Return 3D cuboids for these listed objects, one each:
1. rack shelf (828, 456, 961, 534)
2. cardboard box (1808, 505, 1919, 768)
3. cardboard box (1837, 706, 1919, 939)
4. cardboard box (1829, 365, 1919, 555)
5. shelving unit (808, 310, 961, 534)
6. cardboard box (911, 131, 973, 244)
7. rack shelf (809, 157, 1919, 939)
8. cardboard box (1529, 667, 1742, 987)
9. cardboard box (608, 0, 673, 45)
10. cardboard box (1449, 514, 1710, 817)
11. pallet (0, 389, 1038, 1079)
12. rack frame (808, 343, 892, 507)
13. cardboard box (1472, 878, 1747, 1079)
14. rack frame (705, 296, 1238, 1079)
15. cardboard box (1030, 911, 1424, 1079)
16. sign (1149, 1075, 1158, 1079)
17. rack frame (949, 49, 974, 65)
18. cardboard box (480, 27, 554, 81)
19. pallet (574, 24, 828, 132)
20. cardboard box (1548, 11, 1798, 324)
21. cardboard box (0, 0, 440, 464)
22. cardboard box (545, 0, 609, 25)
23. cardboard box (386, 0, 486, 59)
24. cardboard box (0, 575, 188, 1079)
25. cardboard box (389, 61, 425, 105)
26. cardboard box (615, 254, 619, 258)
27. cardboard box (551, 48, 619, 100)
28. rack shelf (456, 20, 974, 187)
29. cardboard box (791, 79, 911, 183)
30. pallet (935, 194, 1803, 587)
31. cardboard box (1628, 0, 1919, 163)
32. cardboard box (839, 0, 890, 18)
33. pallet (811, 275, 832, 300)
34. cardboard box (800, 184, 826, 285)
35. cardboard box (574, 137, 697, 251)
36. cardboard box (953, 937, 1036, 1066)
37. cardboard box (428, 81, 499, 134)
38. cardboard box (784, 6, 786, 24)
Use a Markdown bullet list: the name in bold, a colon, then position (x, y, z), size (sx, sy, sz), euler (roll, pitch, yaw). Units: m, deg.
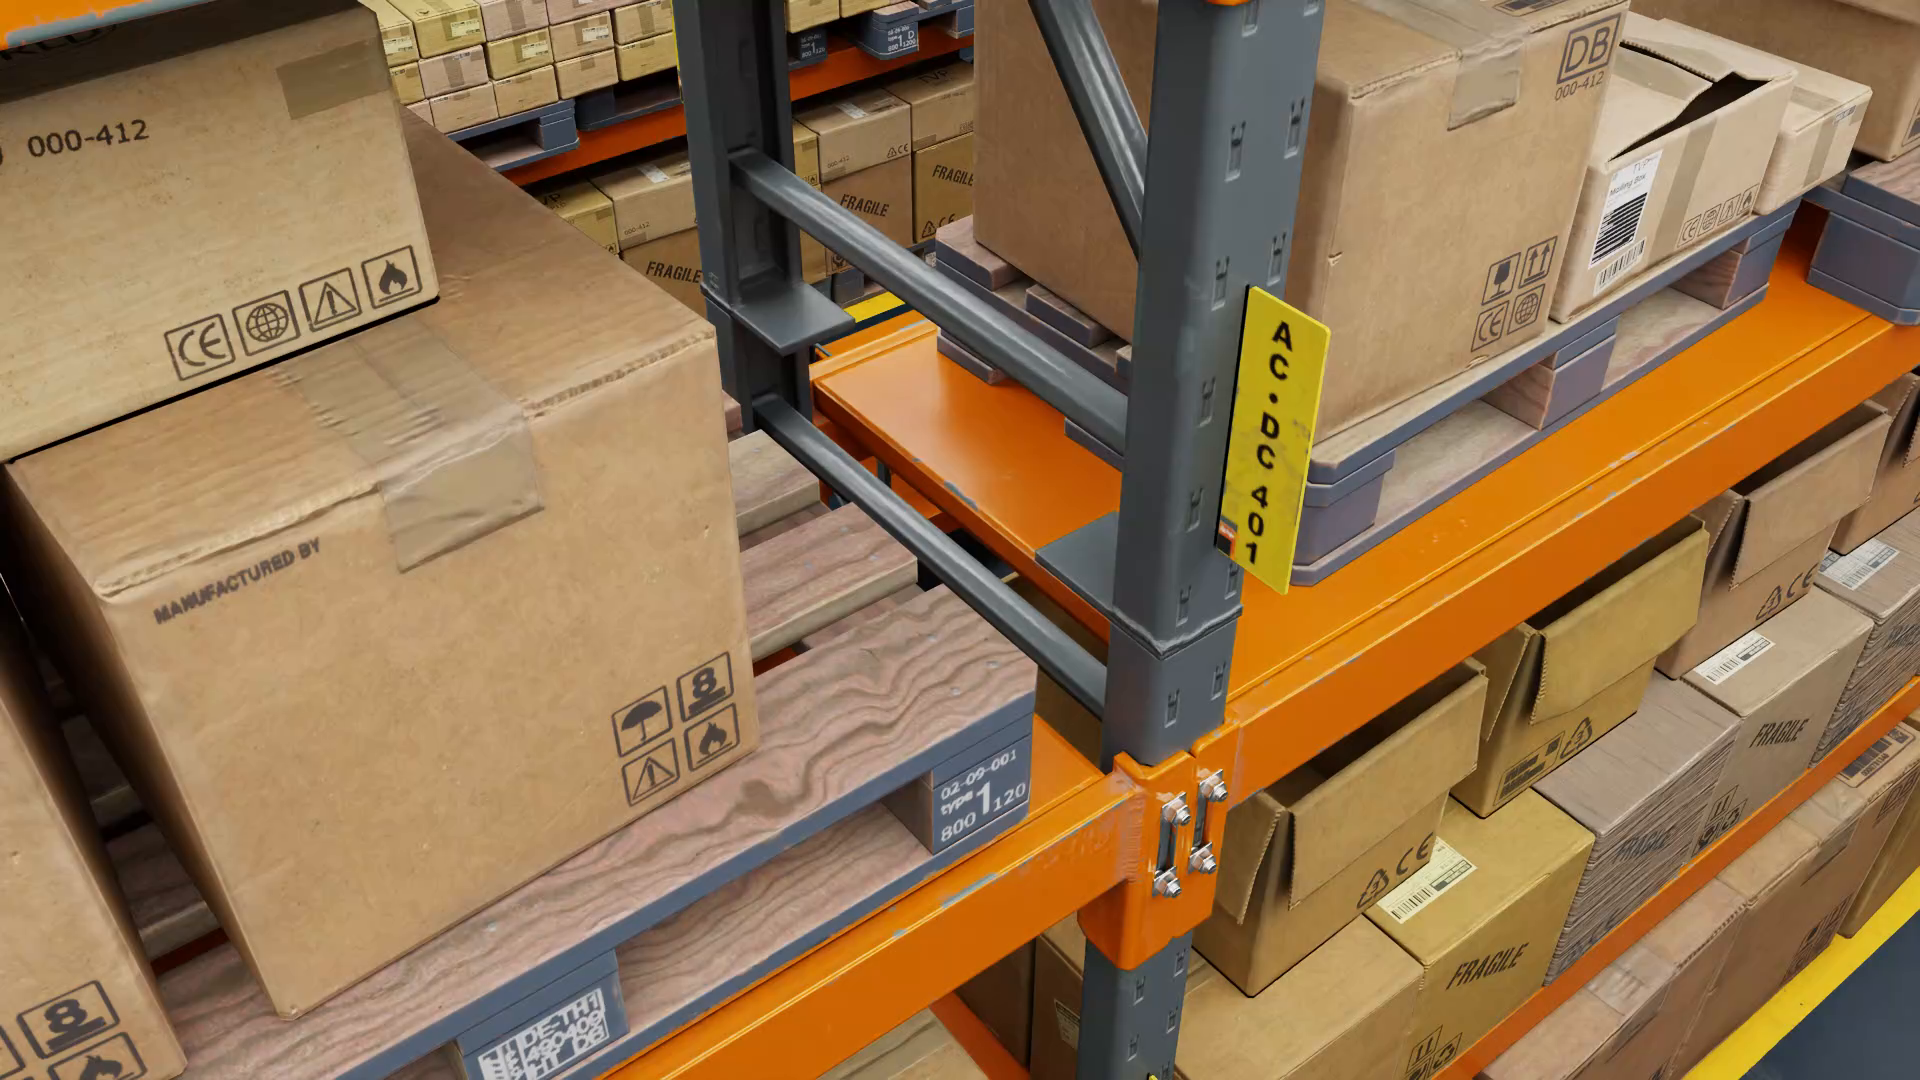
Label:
- **rack shelf**: position (-0.005, -0.243, 6.545), size (1.000, 0.278, 0.538), euler (-26, 46, -28)
- **cardboard box**: position (2.093, 0.142, 4.133), size (0.500, 0.500, 0.500), euler (-28, 47, -29)
- **cardboard box**: position (2.582, 0.389, 5.255), size (0.875, 0.875, 1.225), euler (-28, 47, -30)
- **cardboard box**: position (2.034, -0.428, 4.037), size (0.637, 0.503, 0.797), euler (-25, 45, -27)
- **shelving unit**: position (-0.005, -0.432, 6.390), size (1.048, 1.125, 0.538), euler (-26, 46, -28)
- **cardboard box**: position (-0.163, -1.870, 8.304), size (0.500, 0.500, 0.500), euler (-26, 46, -28)
- **rack shelf**: position (1.556, -0.635, 3.361), size (4.000, 0.370, 1.077), euler (-26, 46, -28)
- **cardboard box**: position (1.282, 0.541, 3.647), size (0.500, 0.500, 0.500), euler (-27, 46, -29)
- **cardboard box**: position (-1.342, -2.125, 6.608), size (0.250, 0.149, 0.380), euler (-27, 46, -29)
- **cardboard box**: position (1.023, 0.082, 3.415), size (0.637, 0.503, 0.797), euler (-25, 46, -28)
- **pallet**: position (-0.685, 0.205, 1.840), size (1.213, 0.211, 1.003), euler (-26, 46, -28)
- **rack frame**: position (-0.408, -0.236, 6.151), size (0.032, 1.125, 0.500), euler (-26, 46, -28)
- **cardboard box**: position (1.173, 1.075, 4.418), size (0.875, 0.875, 1.225), euler (-28, 47, -29)
- **rack frame**: position (-0.030, 1.019, 3.142), size (0.127, 3.000, 1.000), euler (-26, 46, -28)
- **cardboard box**: position (0.487, 0.929, 3.174), size (0.500, 0.500, 0.500), euler (-26, 46, -28)
- **sign**: position (0.309, 0.933, 2.503), size (0.005, 0.325, 0.100), euler (-26, 46, -28)
- **rack frame**: position (0.199, -3.060, 8.115), size (0.127, 3.000, 1.000), euler (-26, 46, -28)
- **cardboard box**: position (-1.765, -1.917, 6.354), size (0.250, 0.149, 0.380), euler (-28, 47, -30)
- **pallet**: position (-1.345, -2.200, 7.218), size (1.213, 0.211, 1.003), euler (-26, 46, -28)
- **cardboard box**: position (0.895, -0.647, 2.548), size (0.500, 0.311, 0.500), euler (-28, 47, -29)
- **cardboard box**: position (-0.780, -0.310, 1.317), size (0.500, 0.250, 0.500), euler (-29, 48, -31)
- **cardboard box**: position (-1.555, -2.133, 6.383), size (0.250, 0.149, 0.380), euler (-26, 46, -28)
- **cardboard box**: position (-1.957, -1.939, 6.146), size (0.250, 0.149, 0.380), euler (-26, 46, -28)
- **cardboard box**: position (-1.043, 0.158, 1.338), size (0.500, 0.500, 0.700), euler (-24, 45, -26)
- **cardboard box**: position (-2.175, -1.716, 6.110), size (0.250, 0.149, 0.380), euler (-27, 46, -29)
- **cardboard box**: position (-1.806, -1.067, 7.326), size (0.500, 0.500, 0.500), euler (-24, 45, -26)
- **cardboard box**: position (-1.562, -1.900, 6.568), size (0.250, 0.149, 0.380), euler (-28, 47, -30)
- **rack shelf**: position (-1.386, -2.009, 7.401), size (4.000, 0.370, 1.077), euler (-26, 46, -28)
- **cardboard box**: position (-0.577, -1.949, 7.809), size (0.500, 0.250, 0.500), euler (-25, 46, -28)
- **pallet**: position (0.667, -0.446, 2.714), size (1.217, 0.209, 0.805), euler (-28, 47, -30)
- **cardboard box**: position (1.535, -1.088, 2.934), size (0.637, 0.503, 0.797), euler (-27, 46, -29)
- **cardboard box**: position (-0.513, -2.414, 7.195), size (0.250, 0.149, 0.380), euler (-27, 46, -29)
- **pallet**: position (-1.388, -1.212, 8.061), size (1.213, 0.211, 1.003), euler (-26, 46, -28)
- **cardboard box**: position (-0.986, -1.459, 7.803), size (0.500, 0.500, 0.500), euler (-28, 47, -30)
- **cardboard box**: position (-1.398, -1.555, 7.328), size (0.500, 0.250, 0.500), euler (-24, 45, -27)
- **cardboard box**: position (0.174, 0.663, 3.498), size (0.500, 0.500, 0.500), euler (-26, 46, -28)
- **cardboard box**: position (-1.963, -1.705, 6.330), size (0.250, 0.149, 0.380), euler (-26, 46, -28)
- **cardboard box**: position (-0.932, -2.210, 6.946), size (0.250, 0.149, 0.380), euler (-25, 45, -27)
